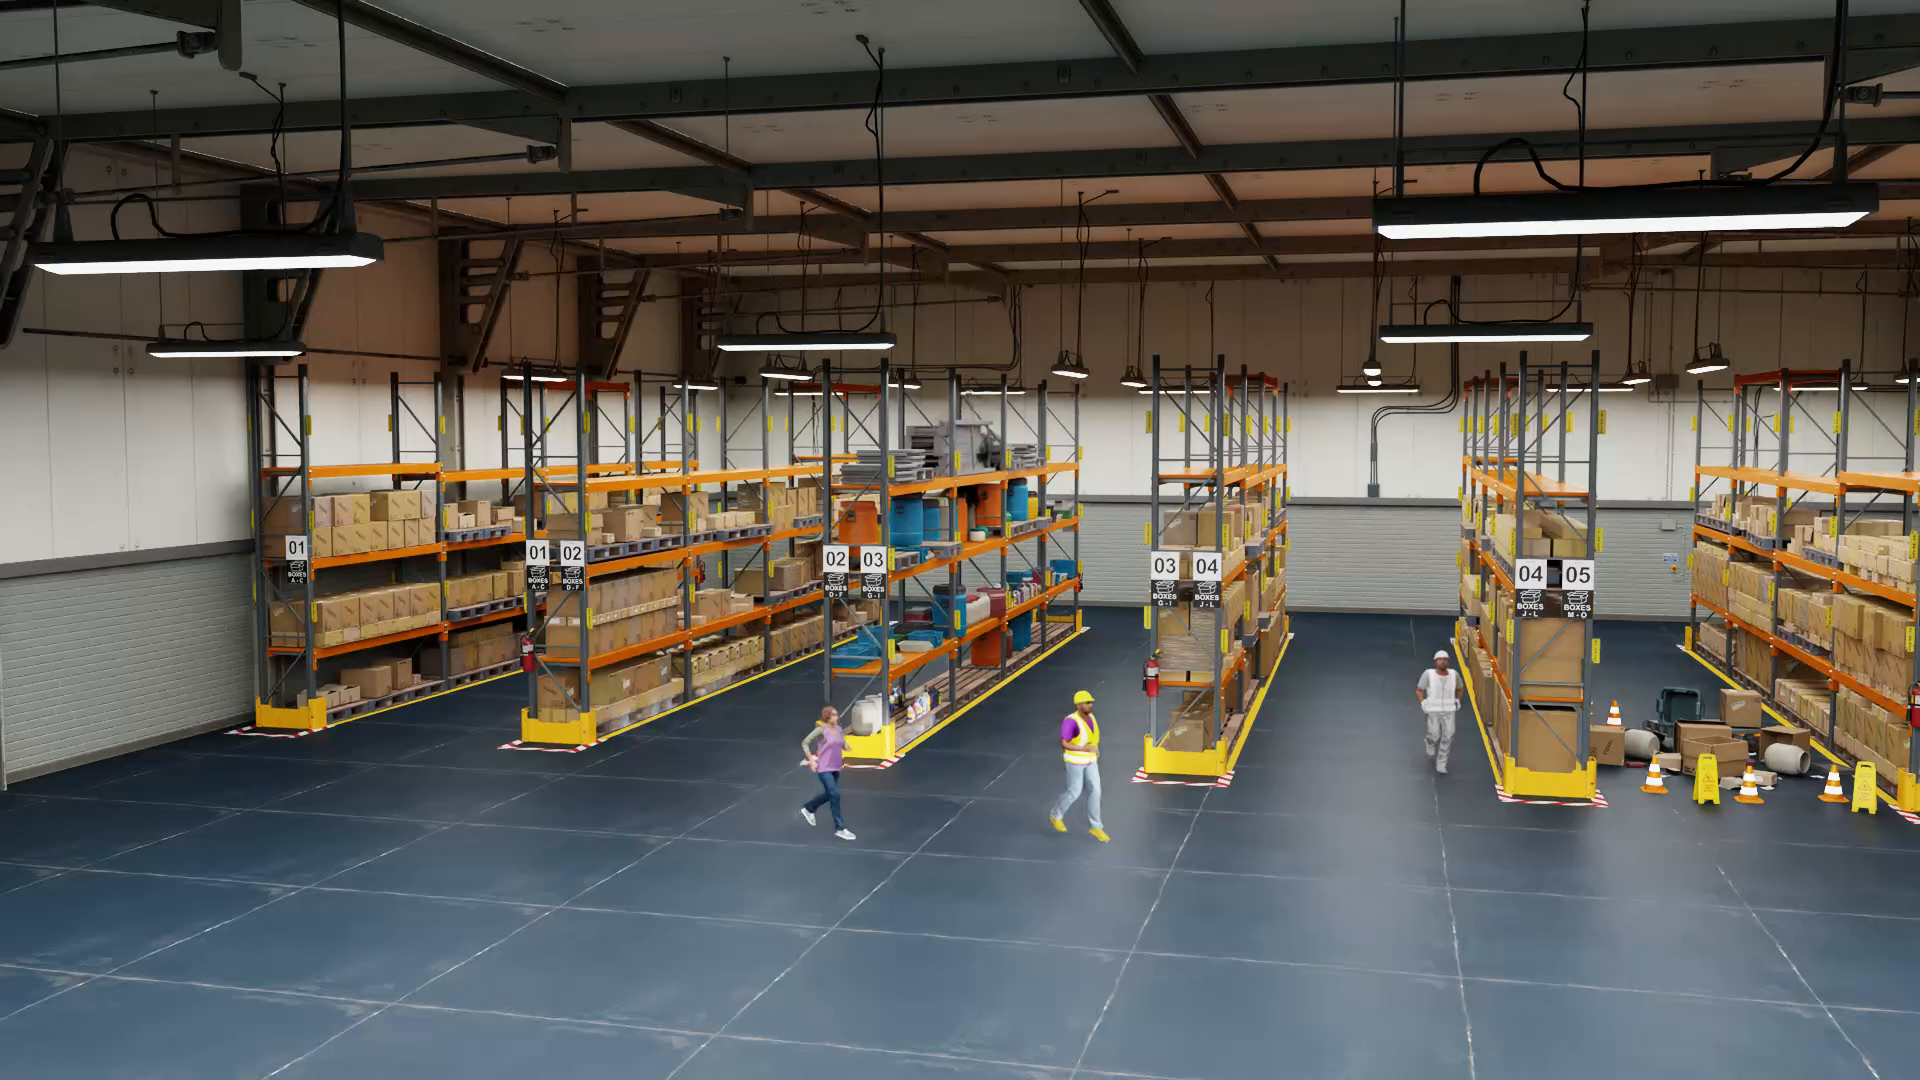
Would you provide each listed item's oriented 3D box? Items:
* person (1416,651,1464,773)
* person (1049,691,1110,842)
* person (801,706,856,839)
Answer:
[{"bbox_3d":[6.982,2.472,24.148,0.683,1.743,0.689,0,4,5],"label":"person"},{"bbox_3d":[1.460,2.726,20.192,0.721,1.813,0.835,-4,6,-45],"label":"person"},{"bbox_3d":[-1.612,2.790,20.171,0.878,1.587,0.534,3,5,37],"label":"person"}]
